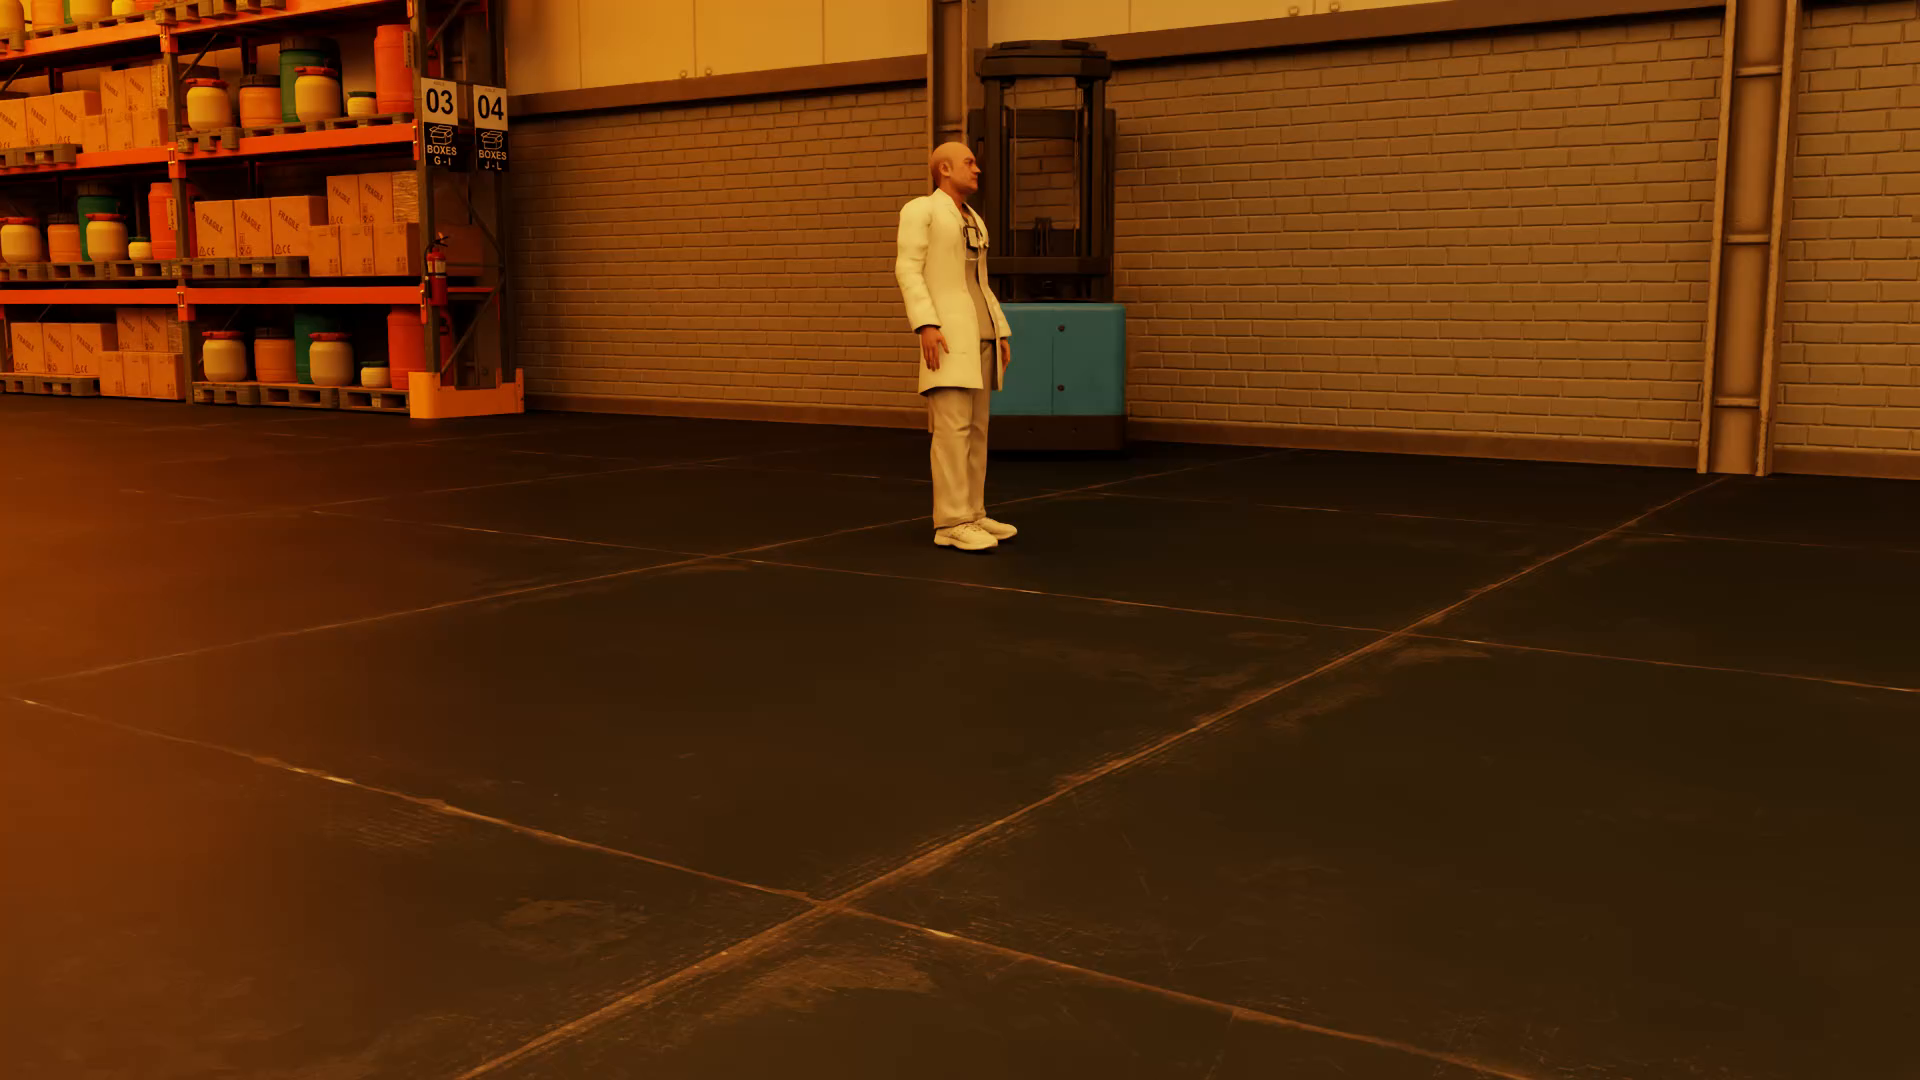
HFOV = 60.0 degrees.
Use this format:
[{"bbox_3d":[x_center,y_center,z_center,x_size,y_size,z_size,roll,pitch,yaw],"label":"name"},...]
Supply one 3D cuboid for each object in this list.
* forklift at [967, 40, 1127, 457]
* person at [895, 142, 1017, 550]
[{"bbox_3d":[0.605,-2.208,12.722,1.130,2.935,3.031,0,8,-1],"label":"forklift"},{"bbox_3d":[0.071,-0.879,7.417,0.576,1.776,0.684,5,10,34],"label":"person"}]
